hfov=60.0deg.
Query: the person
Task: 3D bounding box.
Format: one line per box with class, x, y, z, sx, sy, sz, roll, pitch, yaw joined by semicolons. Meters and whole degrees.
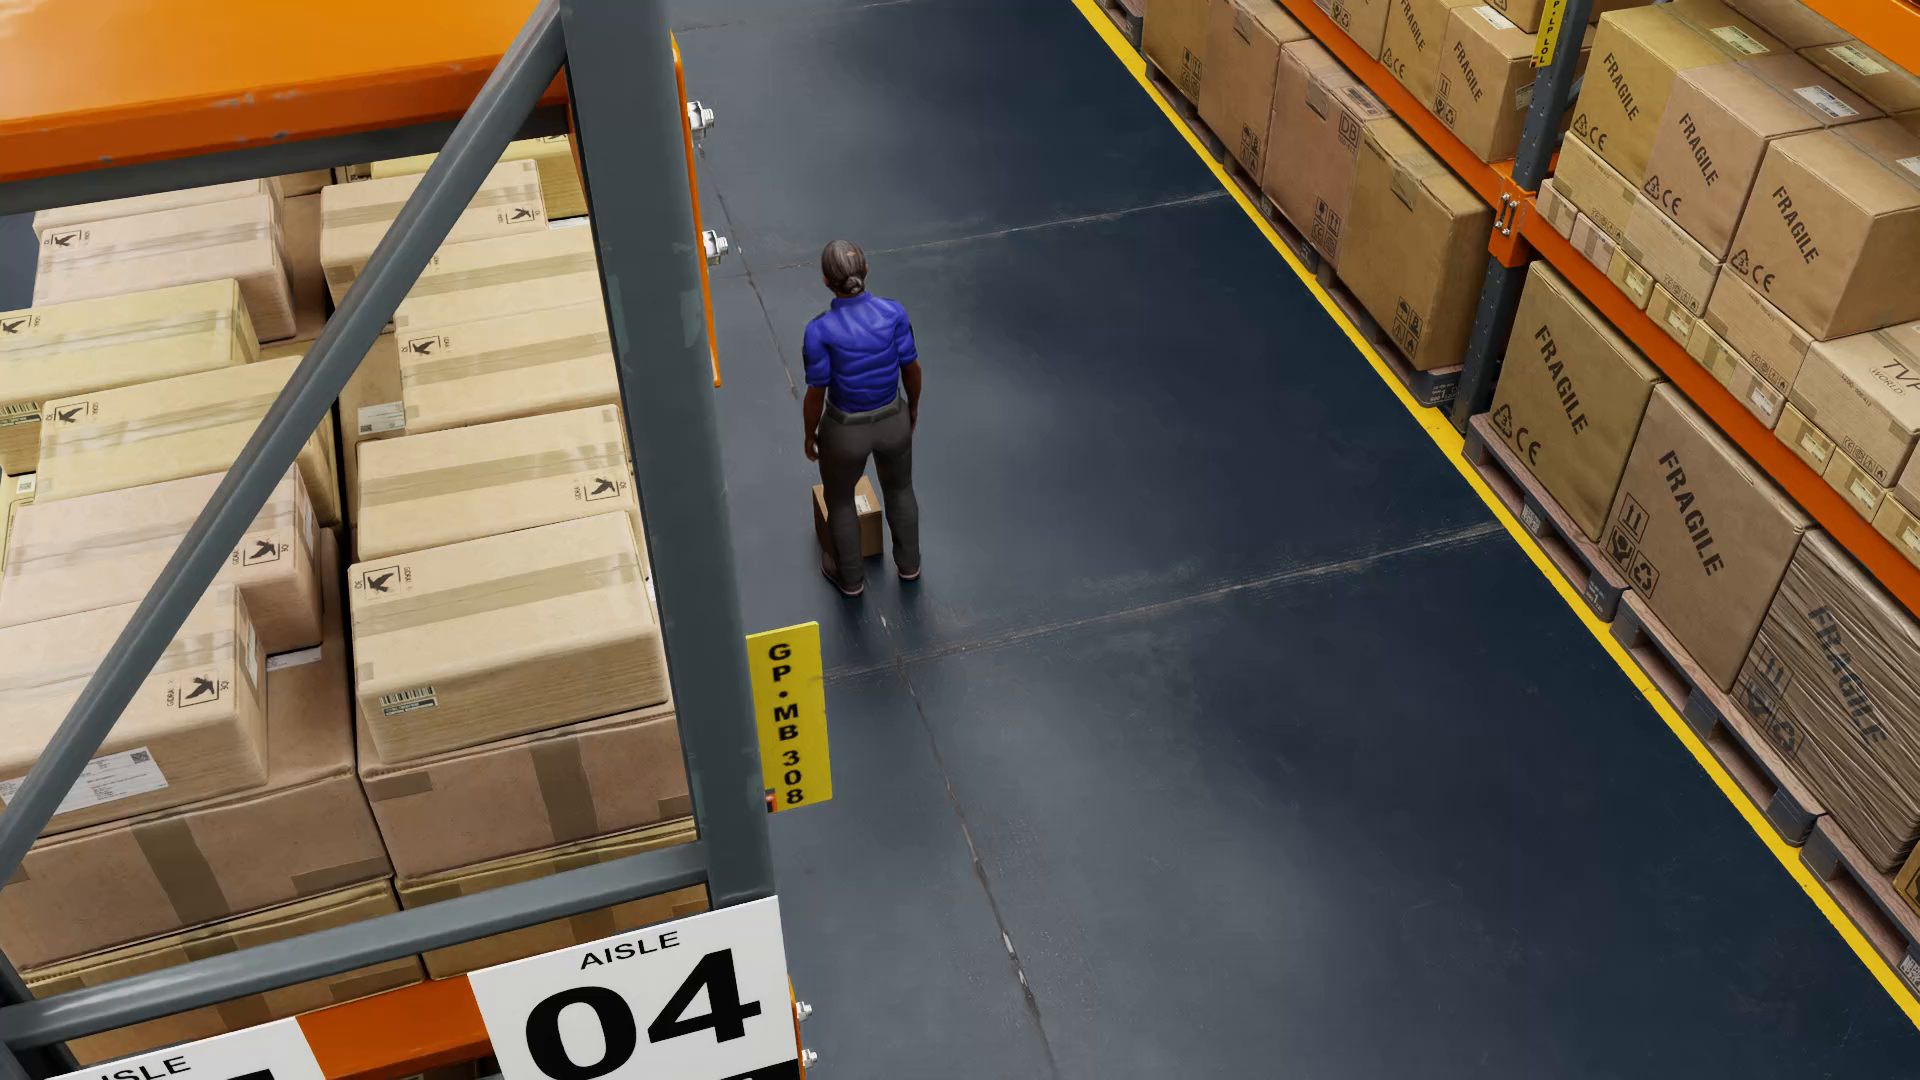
person;-0.386;-0.463;6.670;0.512;1.654;0.346;-16;45;-16
